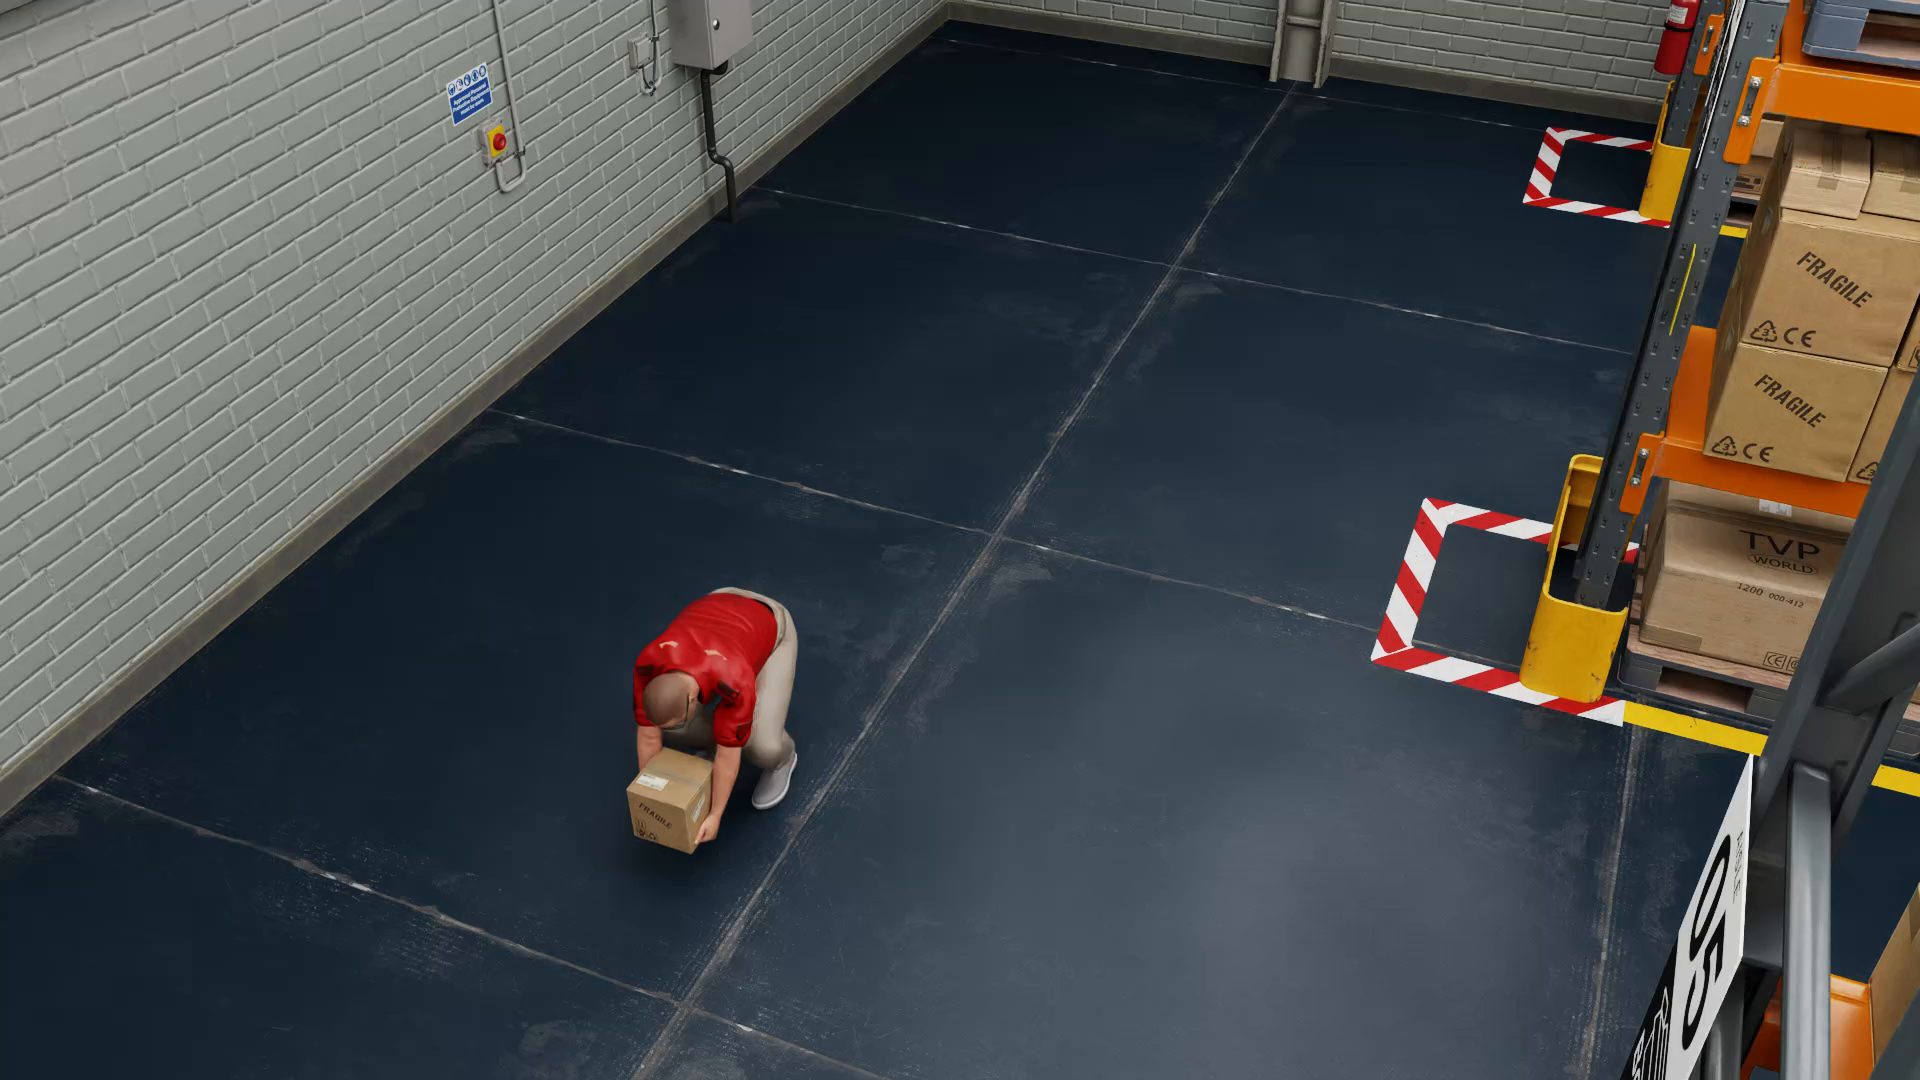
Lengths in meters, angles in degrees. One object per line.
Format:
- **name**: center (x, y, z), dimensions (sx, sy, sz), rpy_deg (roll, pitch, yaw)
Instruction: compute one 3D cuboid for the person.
- **person**: center (-0.940, 0.663, 6.416), dimensions (0.544, 0.978, 0.925), rpy_deg (13, 39, 16)
